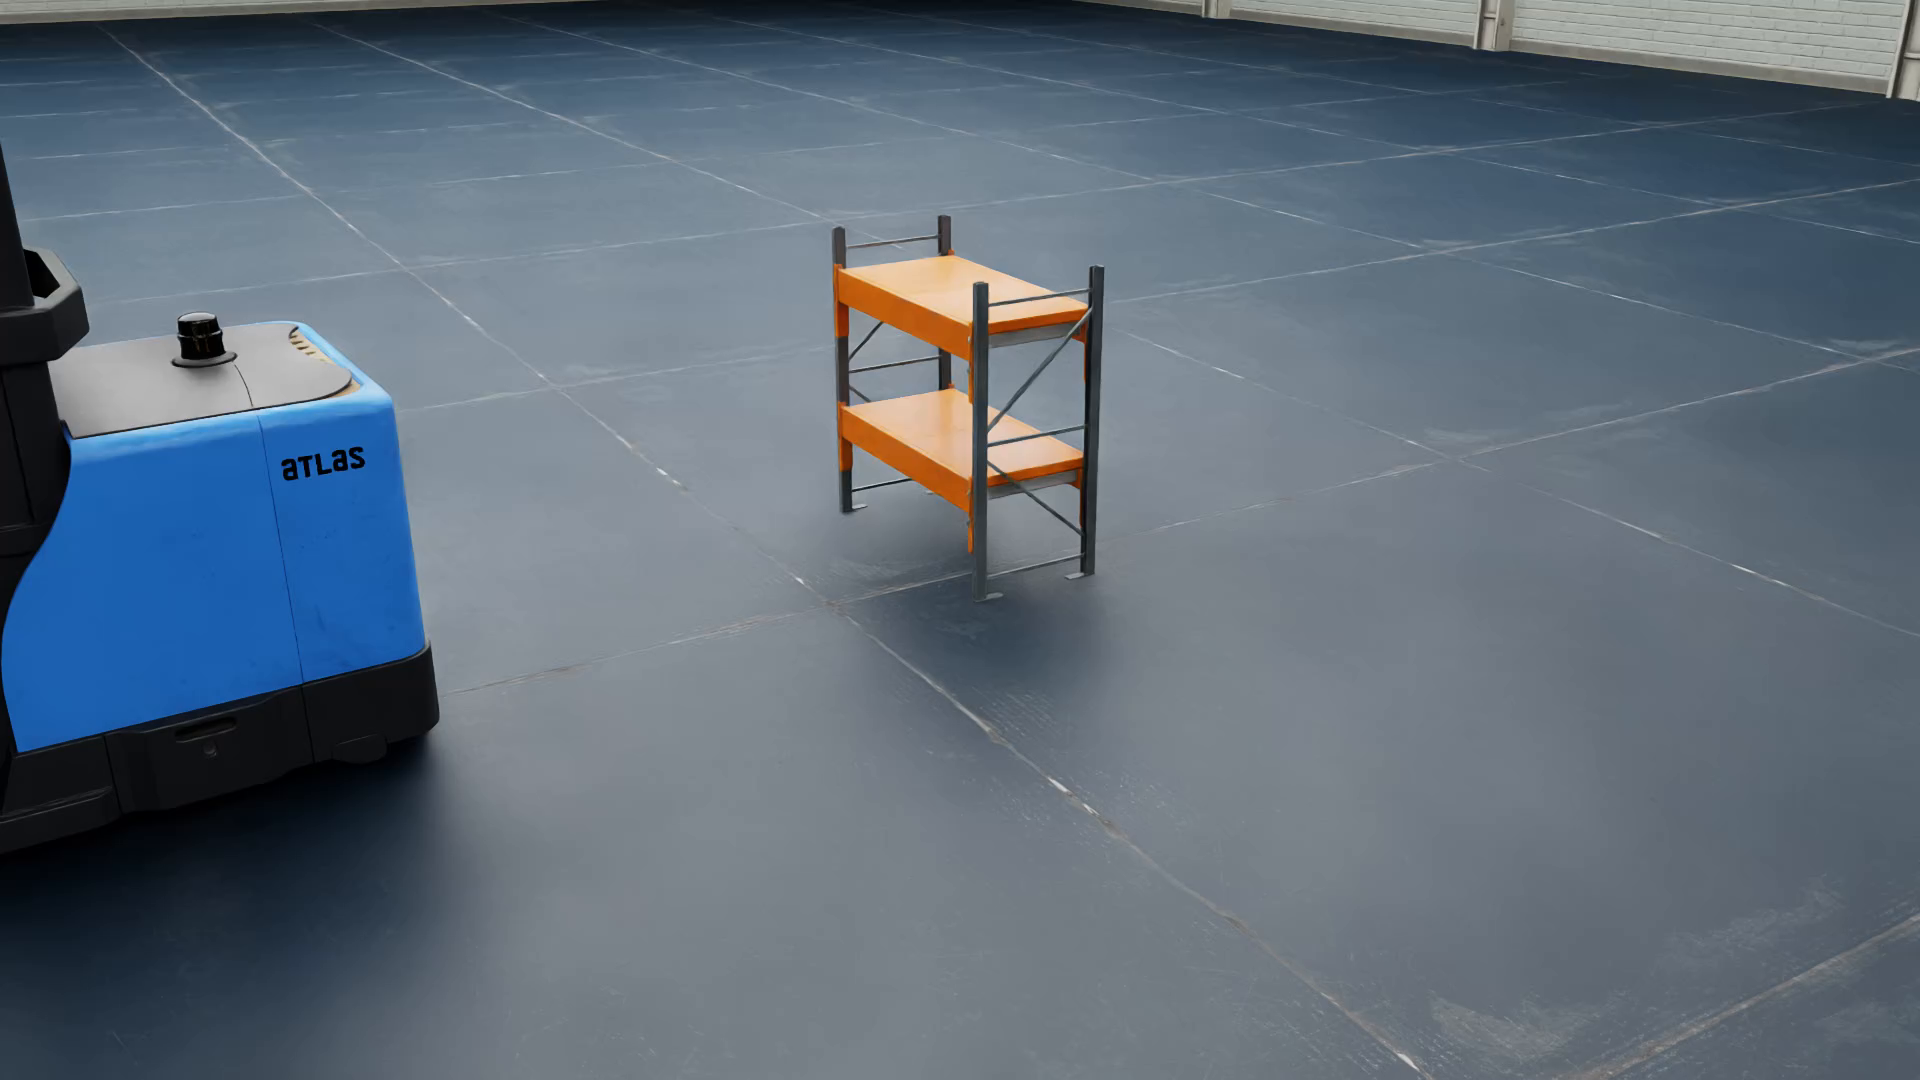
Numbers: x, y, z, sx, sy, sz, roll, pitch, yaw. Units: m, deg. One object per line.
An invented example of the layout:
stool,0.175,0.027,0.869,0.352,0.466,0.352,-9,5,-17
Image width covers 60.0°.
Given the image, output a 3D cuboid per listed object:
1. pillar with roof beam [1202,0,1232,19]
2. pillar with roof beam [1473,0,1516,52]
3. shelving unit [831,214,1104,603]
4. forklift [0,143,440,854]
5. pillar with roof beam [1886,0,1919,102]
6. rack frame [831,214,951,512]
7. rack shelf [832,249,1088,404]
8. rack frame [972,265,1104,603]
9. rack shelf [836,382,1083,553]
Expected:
pillar with roof beam,0.574,-12.054,24.018,9.100,9.000,0.400,-13,25,-28
pillar with roof beam,3.639,-10.112,19.239,9.100,9.000,0.400,-13,25,-28
shelving unit,0.003,-0.519,6.094,0.538,1.125,1.048,-13,25,-28
forklift,-3.021,-0.600,3.895,3.031,2.935,1.130,-14,26,-31
pillar with roof beam,6.704,-8.170,14.461,9.100,9.000,0.400,-13,25,-28
rack frame,-0.256,-0.683,6.499,0.500,1.125,0.032,-13,25,-28
rack shelf,0.003,-0.790,5.984,0.538,0.278,1.000,-13,25,-28
rack frame,0.263,-0.354,5.689,0.500,1.125,0.032,-13,25,-28
rack shelf,0.003,-0.292,6.186,0.538,0.278,1.000,-13,25,-28
